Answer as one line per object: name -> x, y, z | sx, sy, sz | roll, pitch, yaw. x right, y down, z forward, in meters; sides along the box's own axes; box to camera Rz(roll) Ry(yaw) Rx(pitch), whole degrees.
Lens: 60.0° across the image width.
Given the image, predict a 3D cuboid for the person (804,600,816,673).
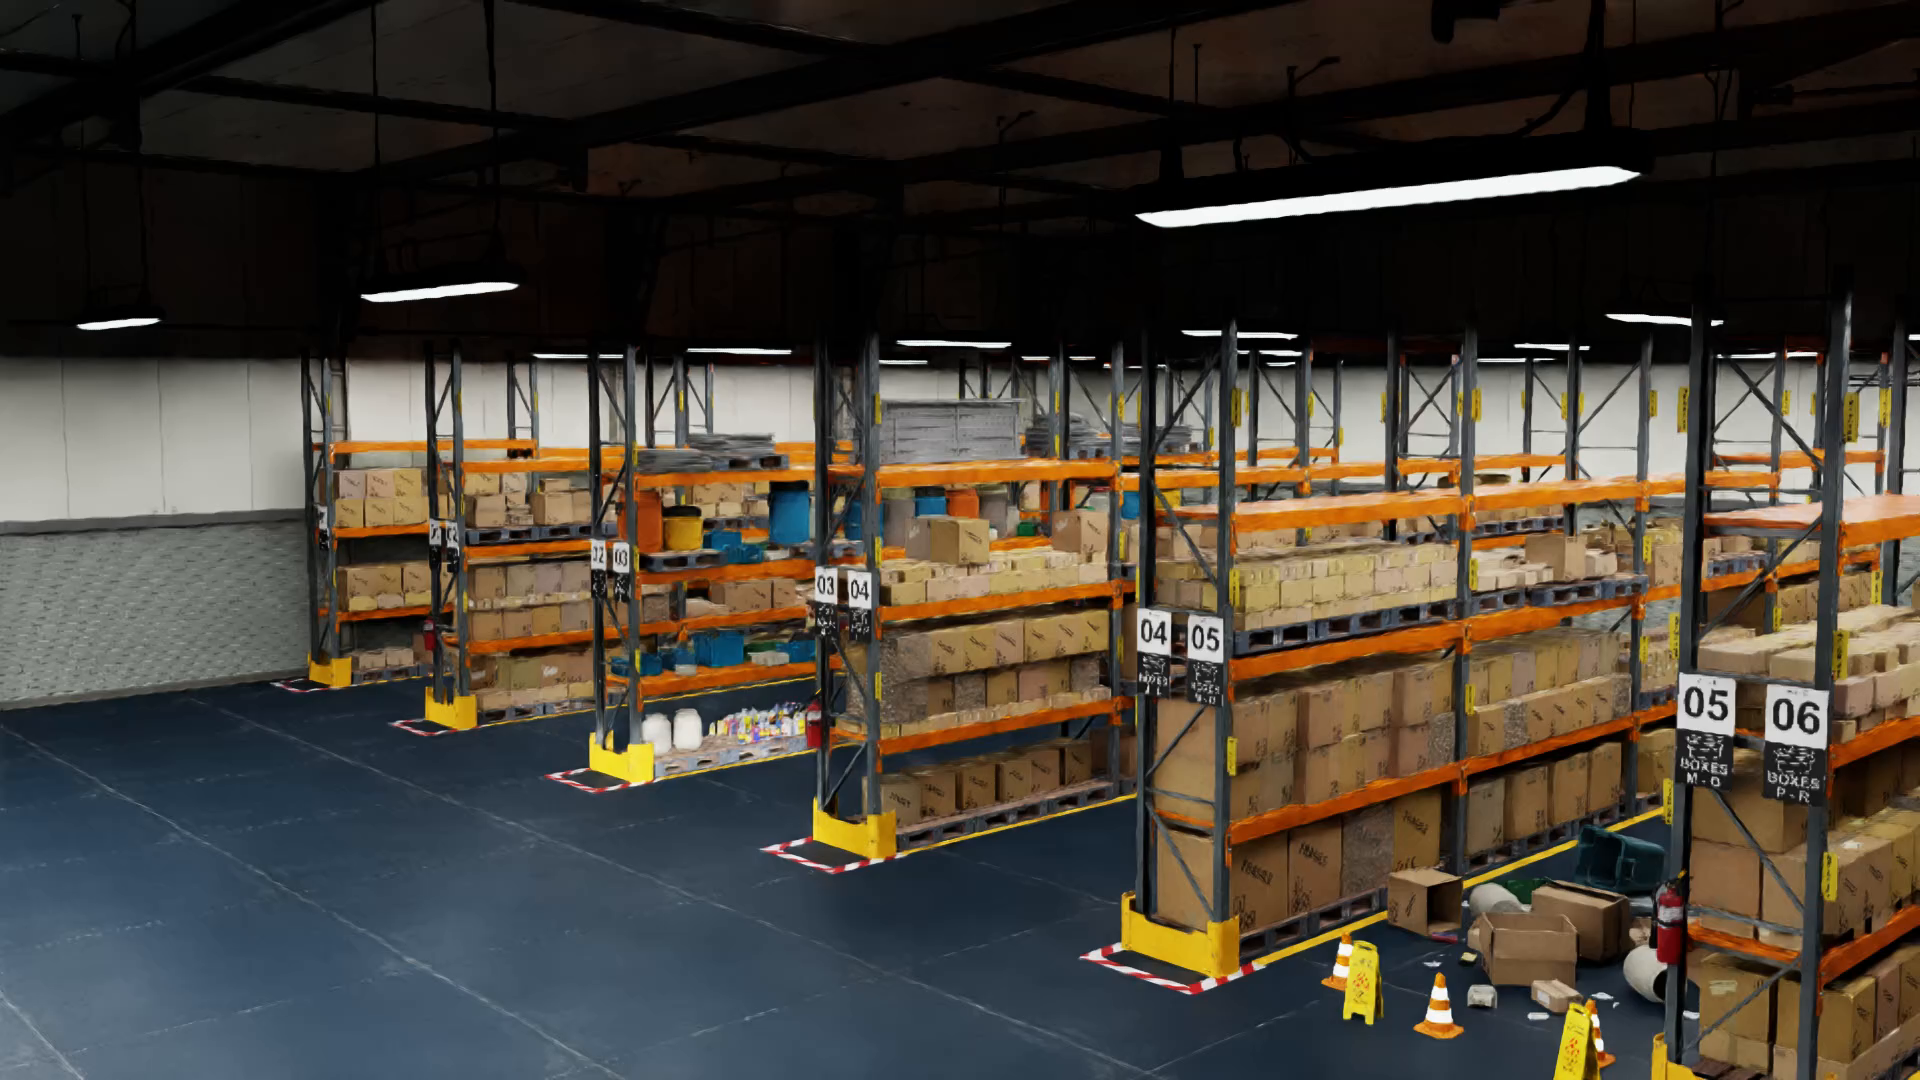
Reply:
person -> -2.474, 1.834, 28.950 | 0.739, 1.591, 0.595 | -4, 6, -38
